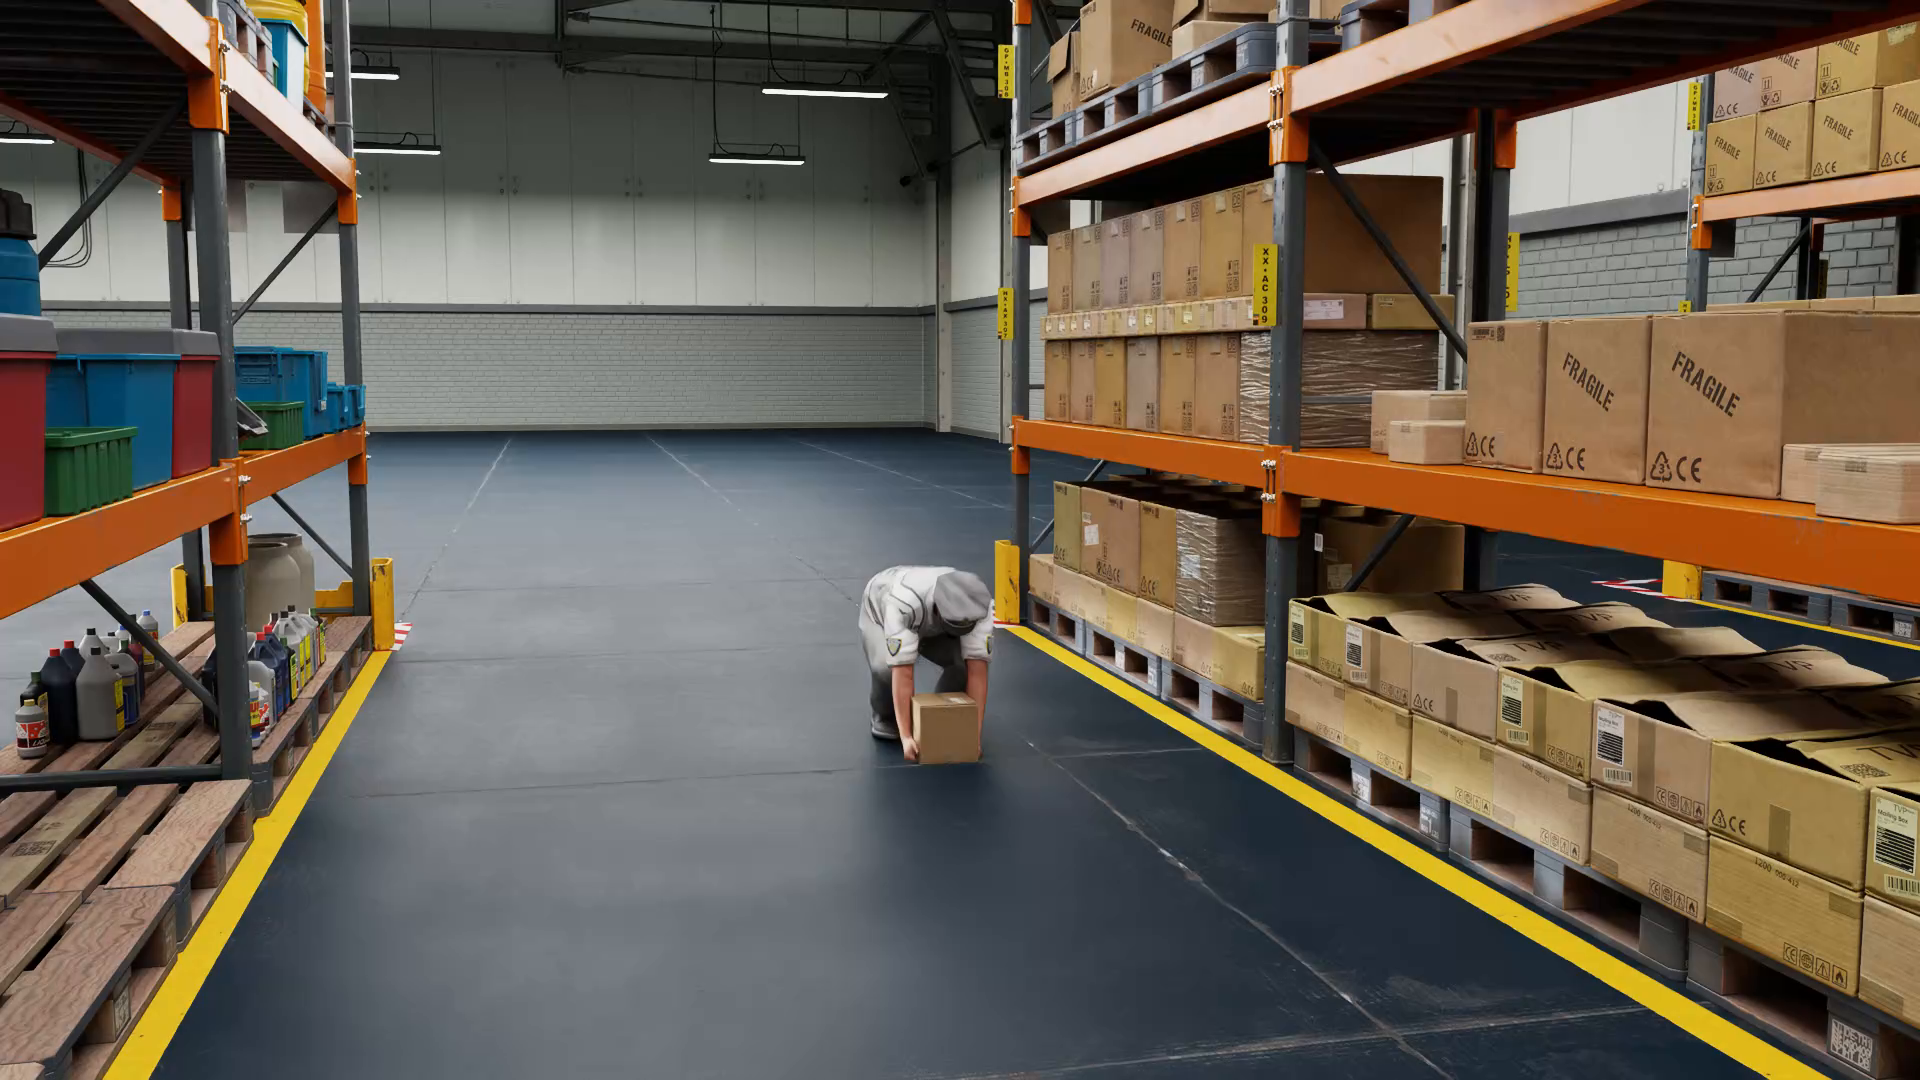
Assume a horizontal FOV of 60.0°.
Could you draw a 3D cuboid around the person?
[{"bbox_3d":[-0.140,0.501,7.302,0.527,0.822,1.019,-2,6,-15],"label":"person"}]
